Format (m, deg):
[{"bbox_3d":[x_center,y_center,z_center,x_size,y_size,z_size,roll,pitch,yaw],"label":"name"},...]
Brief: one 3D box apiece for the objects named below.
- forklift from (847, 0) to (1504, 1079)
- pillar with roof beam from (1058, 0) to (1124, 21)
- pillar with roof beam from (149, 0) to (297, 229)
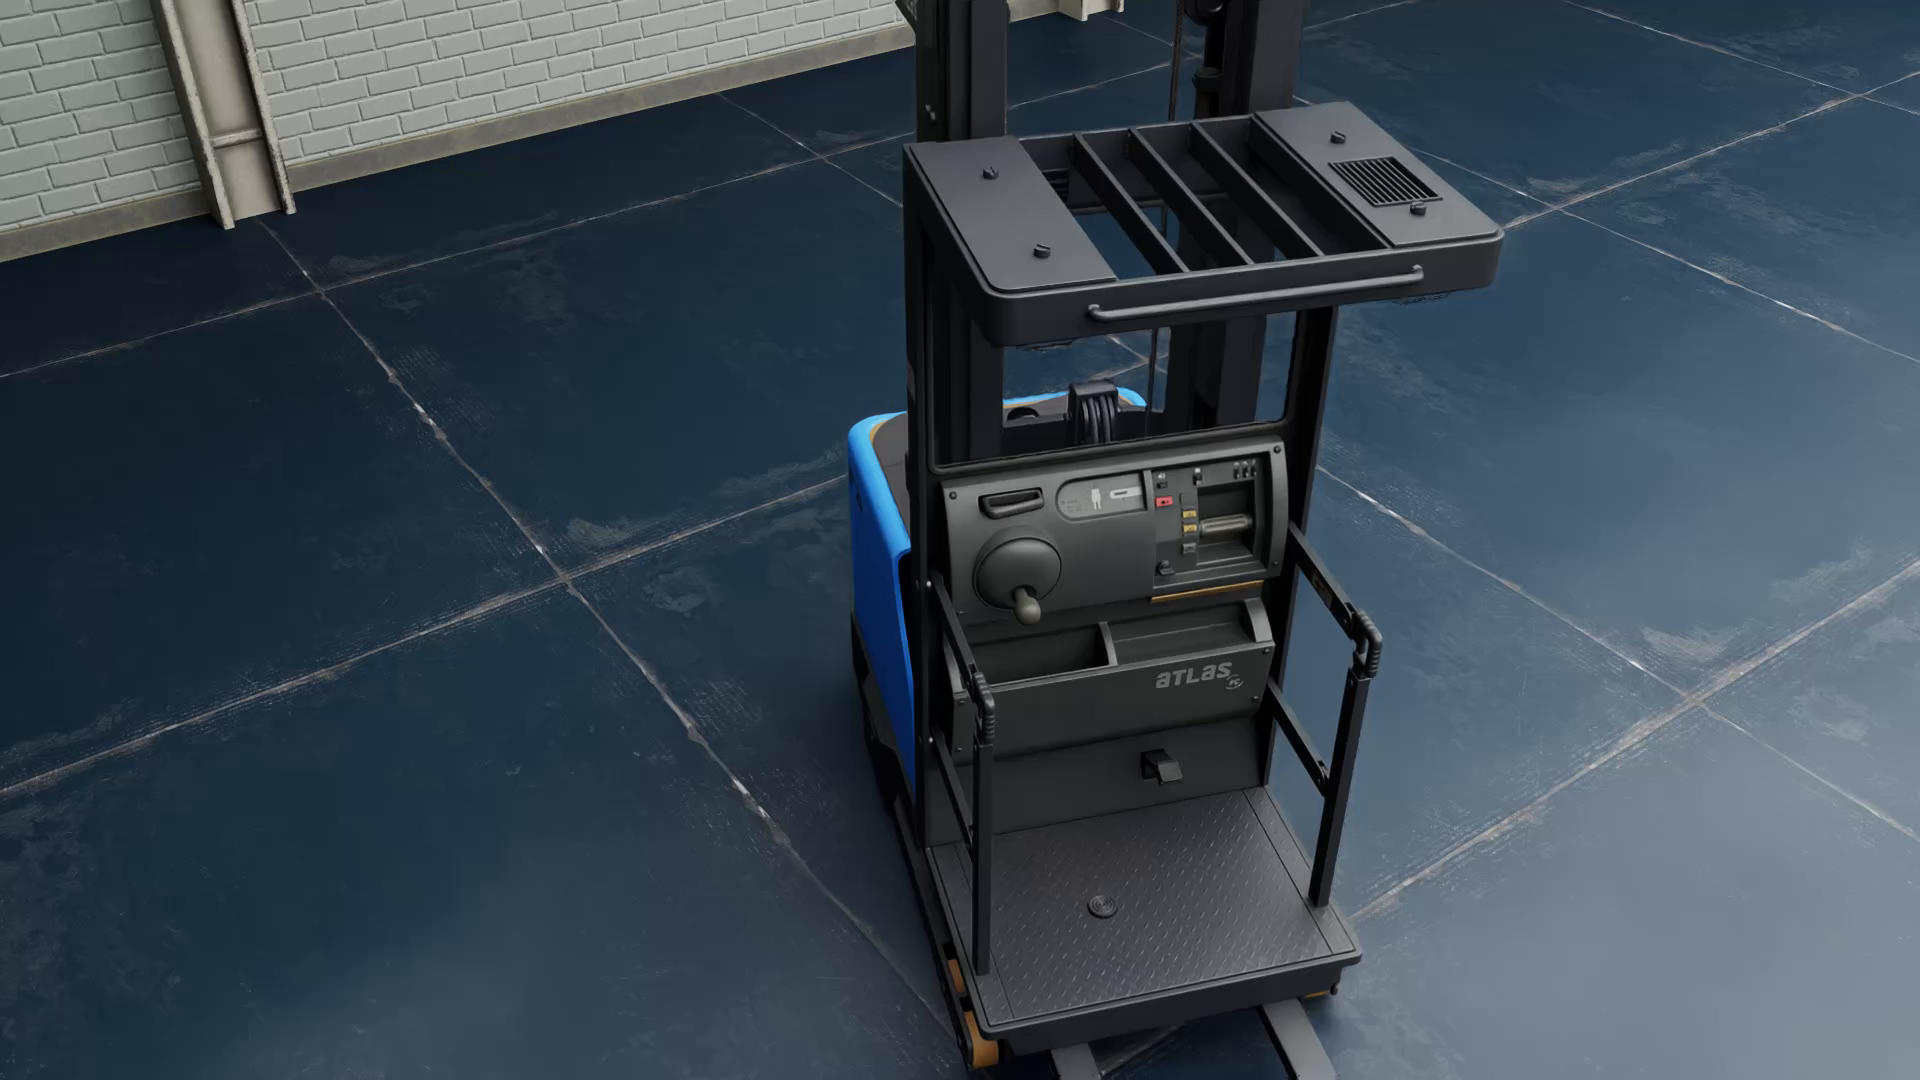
[{"bbox_3d":[0.470,0.044,4.179,1.130,2.935,3.031,-8,37,-11],"label":"forklift"},{"bbox_3d":[3.425,-5.458,6.631,0.400,9.000,9.100,-22,41,-28],"label":"pillar with roof beam"},{"bbox_3d":[-1.479,-3.439,3.825,0.400,9.000,9.100,-22,41,-28],"label":"pillar with roof beam"}]
